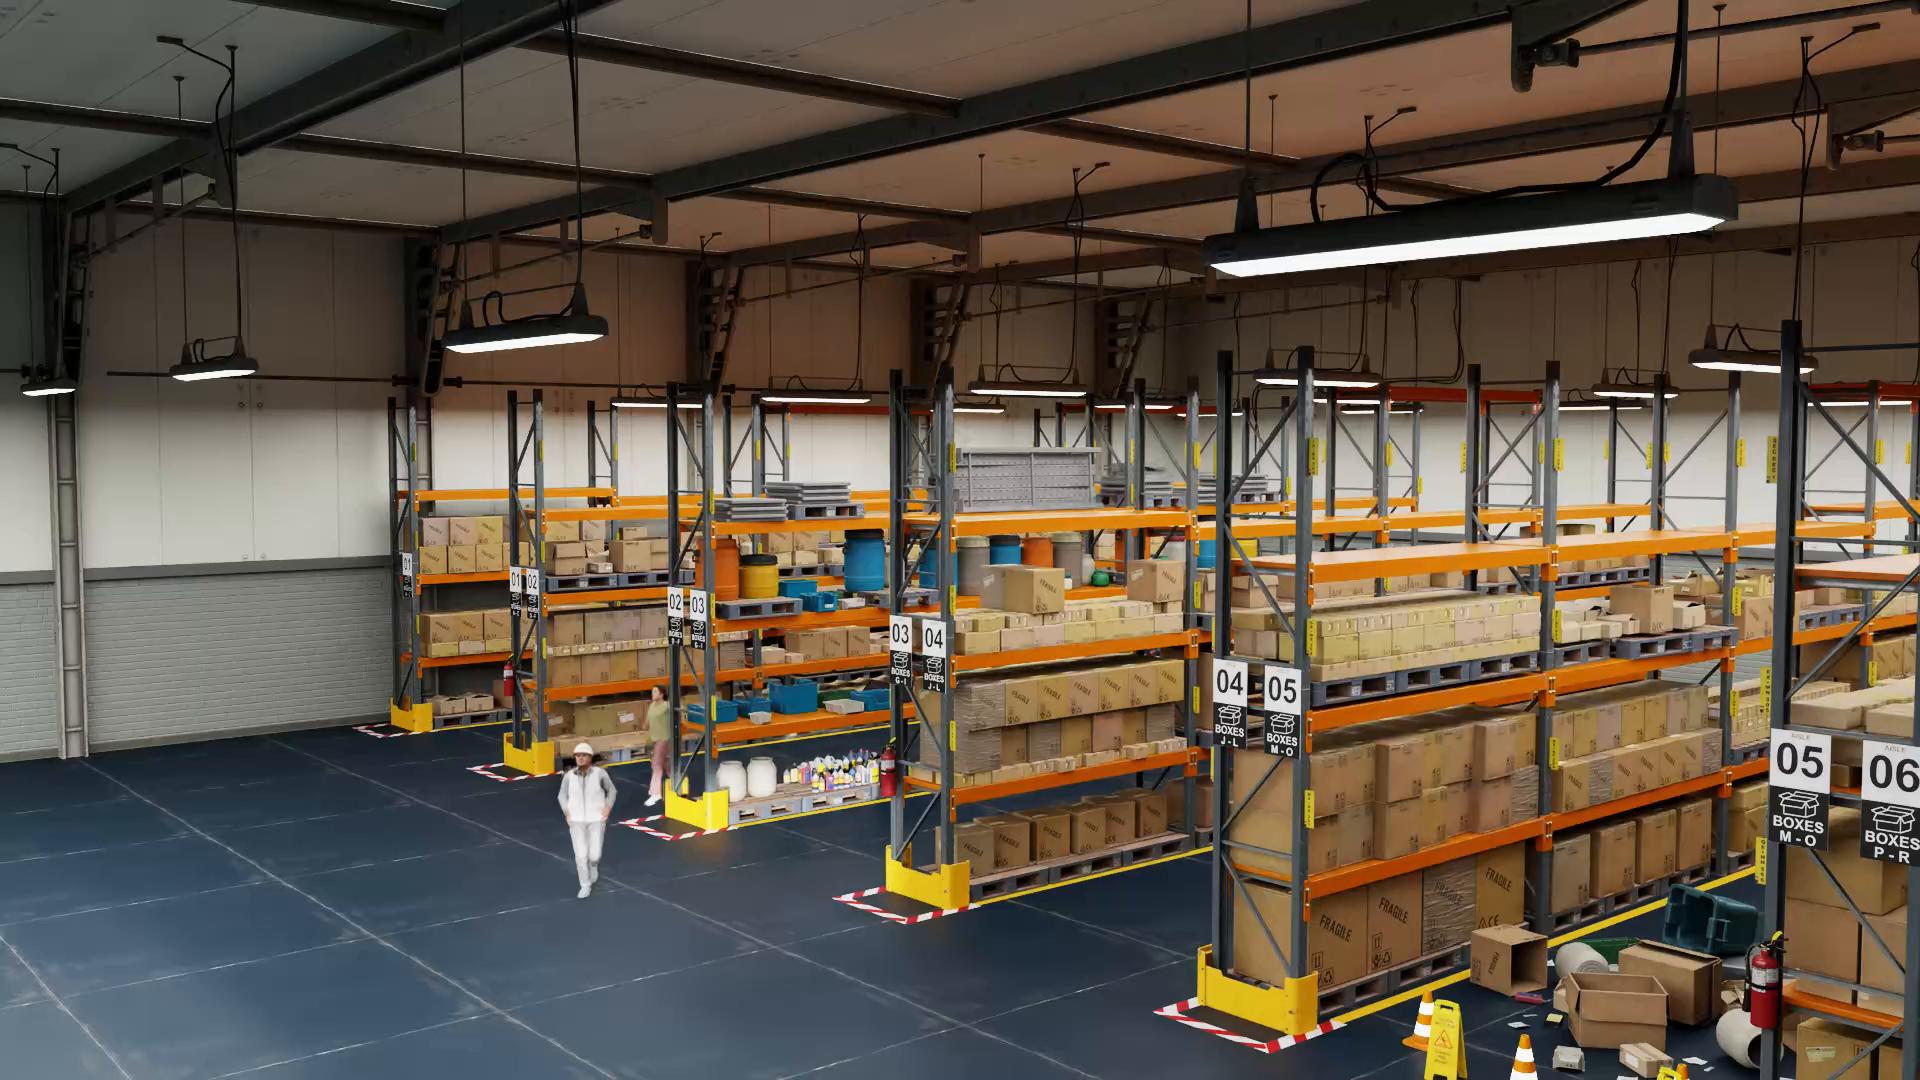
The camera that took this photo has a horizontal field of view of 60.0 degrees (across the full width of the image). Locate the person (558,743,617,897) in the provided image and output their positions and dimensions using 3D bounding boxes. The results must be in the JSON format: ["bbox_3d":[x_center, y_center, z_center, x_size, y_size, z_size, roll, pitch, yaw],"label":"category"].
[{"bbox_3d":[-4.278,3.192,19.064,0.663,1.739,0.540,0,3,-7],"label":"person"}]

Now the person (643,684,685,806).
[{"bbox_3d":[-4.307,2.928,24.062,0.612,1.682,0.892,3,4,40],"label":"person"}]
